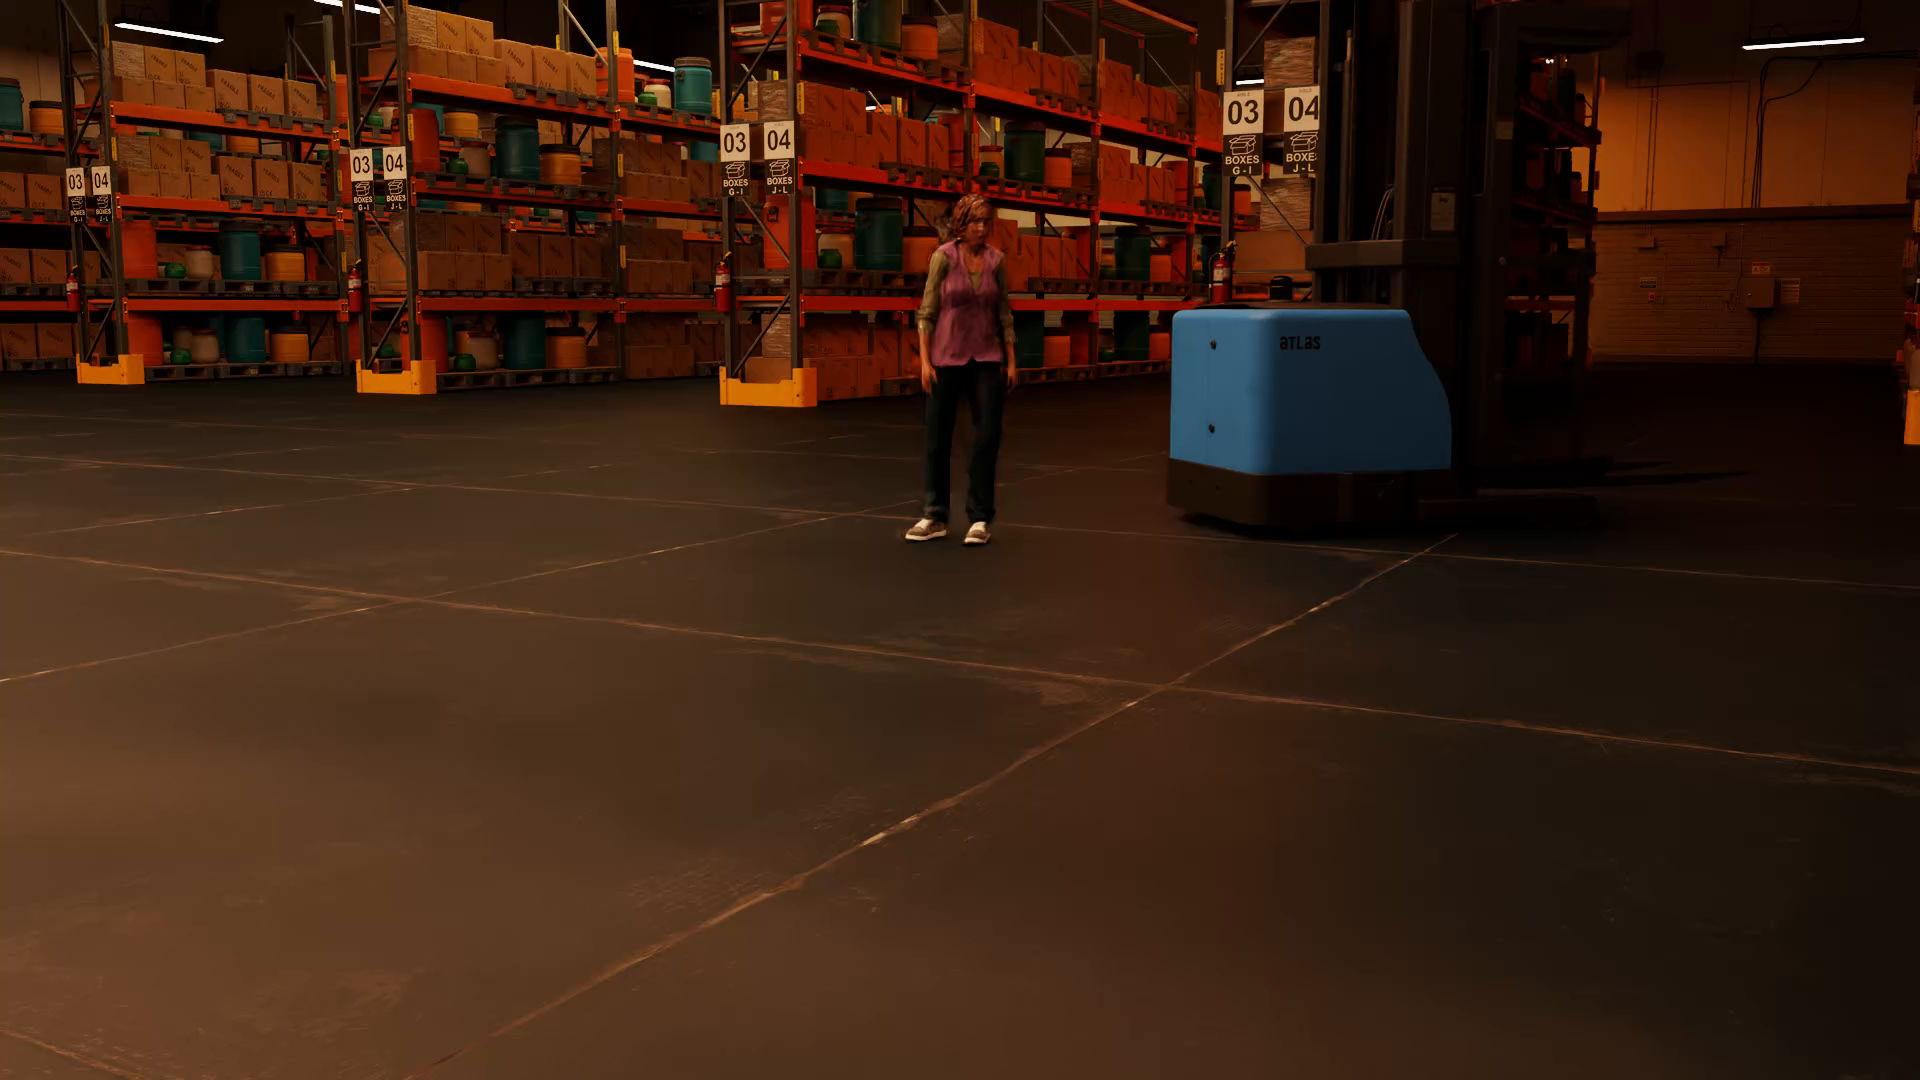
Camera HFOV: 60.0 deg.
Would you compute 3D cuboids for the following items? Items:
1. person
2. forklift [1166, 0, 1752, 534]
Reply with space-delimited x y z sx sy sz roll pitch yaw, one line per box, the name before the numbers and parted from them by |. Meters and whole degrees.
person | 0.007 -0.784 7.675 0.525 1.592 0.417 -3 8 -18
forklift | 2.649 -1.573 8.489 3.031 2.935 1.130 -2 8 -17
